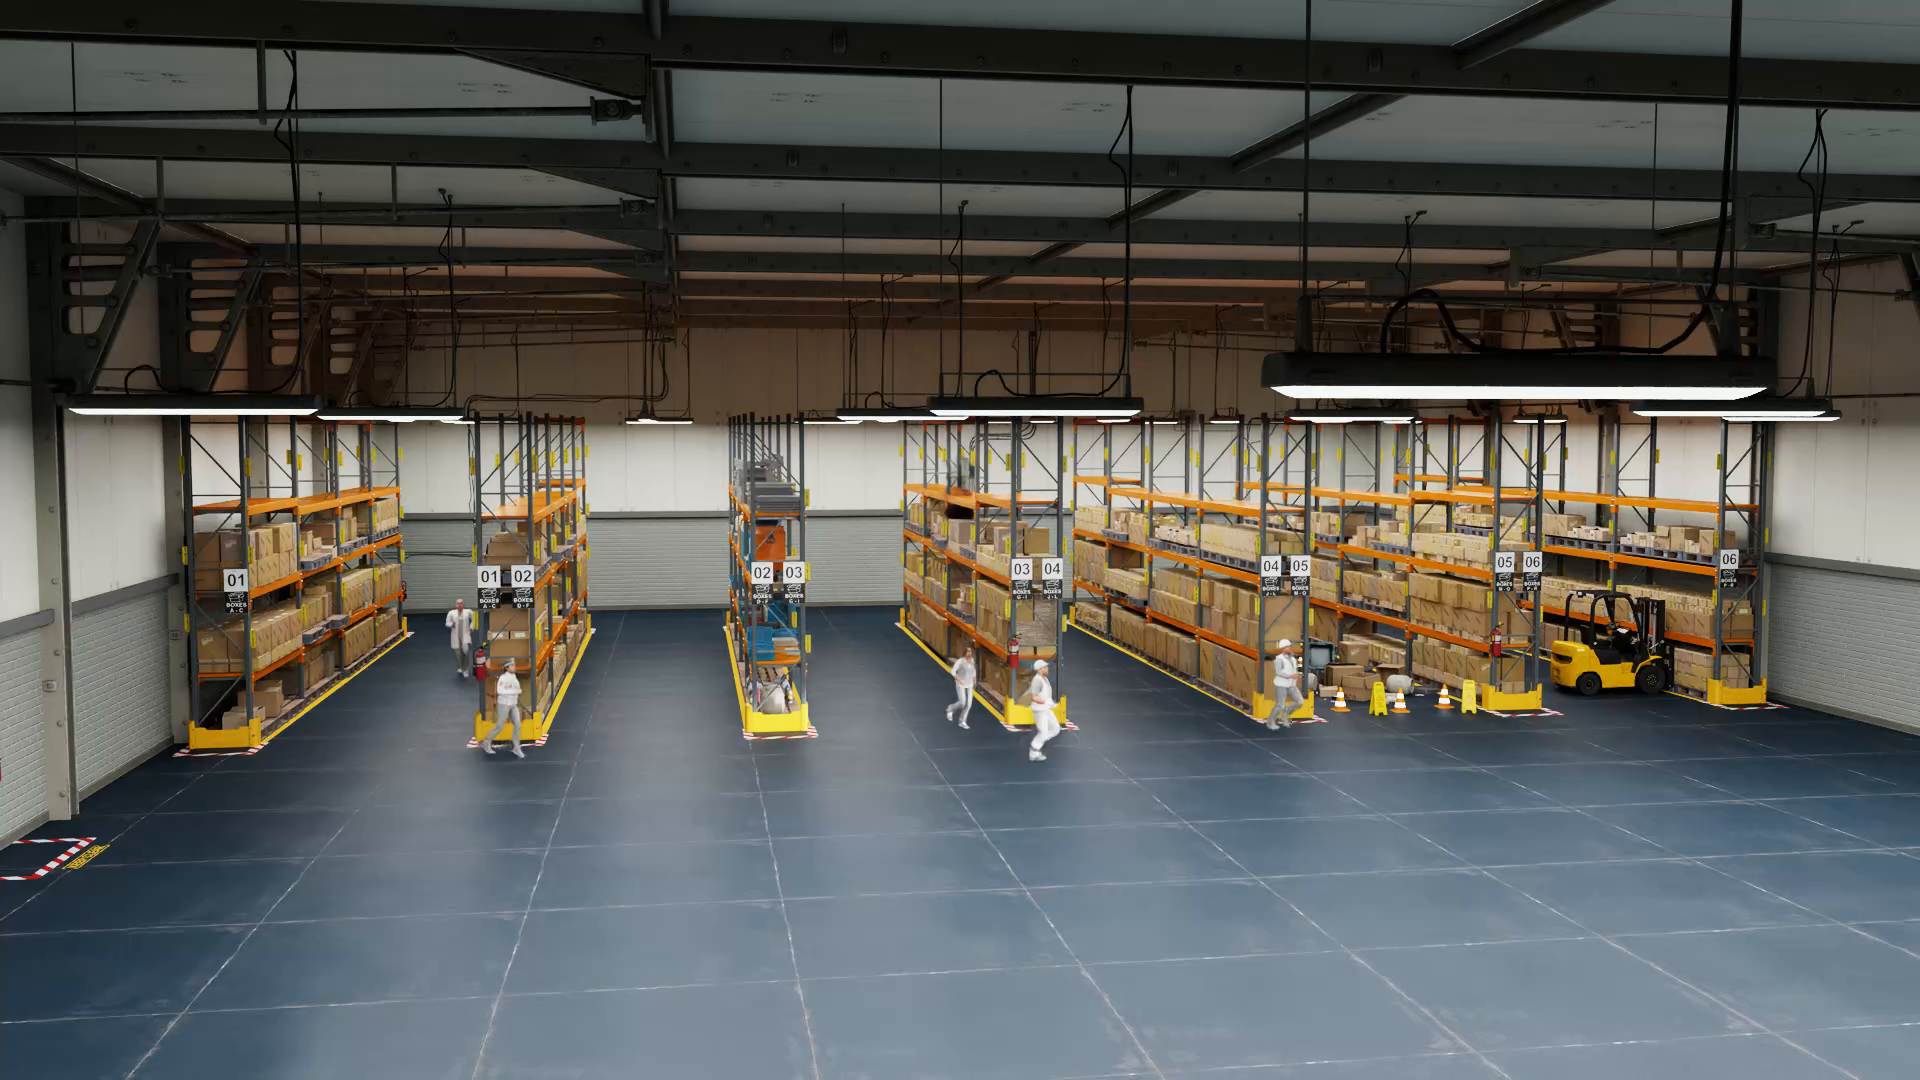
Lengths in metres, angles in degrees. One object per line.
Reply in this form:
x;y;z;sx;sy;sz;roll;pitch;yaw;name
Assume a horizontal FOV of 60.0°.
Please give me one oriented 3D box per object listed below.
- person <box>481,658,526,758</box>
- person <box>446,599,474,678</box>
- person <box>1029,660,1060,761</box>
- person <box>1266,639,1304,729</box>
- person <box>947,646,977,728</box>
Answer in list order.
-7.898;2.909;28.951;0.817;1.736;0.621;1;4;18;person
-11.432;2.257;38.079;0.654;1.823;0.741;-1;4;-13;person
1.454;2.906;28.395;0.574;1.740;0.628;2;4;22;person
6.146;2.714;31.249;0.676;1.726;0.800;-3;5;-37;person
0.059;2.797;31.836;0.563;1.560;0.587;-3;5;-35;person
